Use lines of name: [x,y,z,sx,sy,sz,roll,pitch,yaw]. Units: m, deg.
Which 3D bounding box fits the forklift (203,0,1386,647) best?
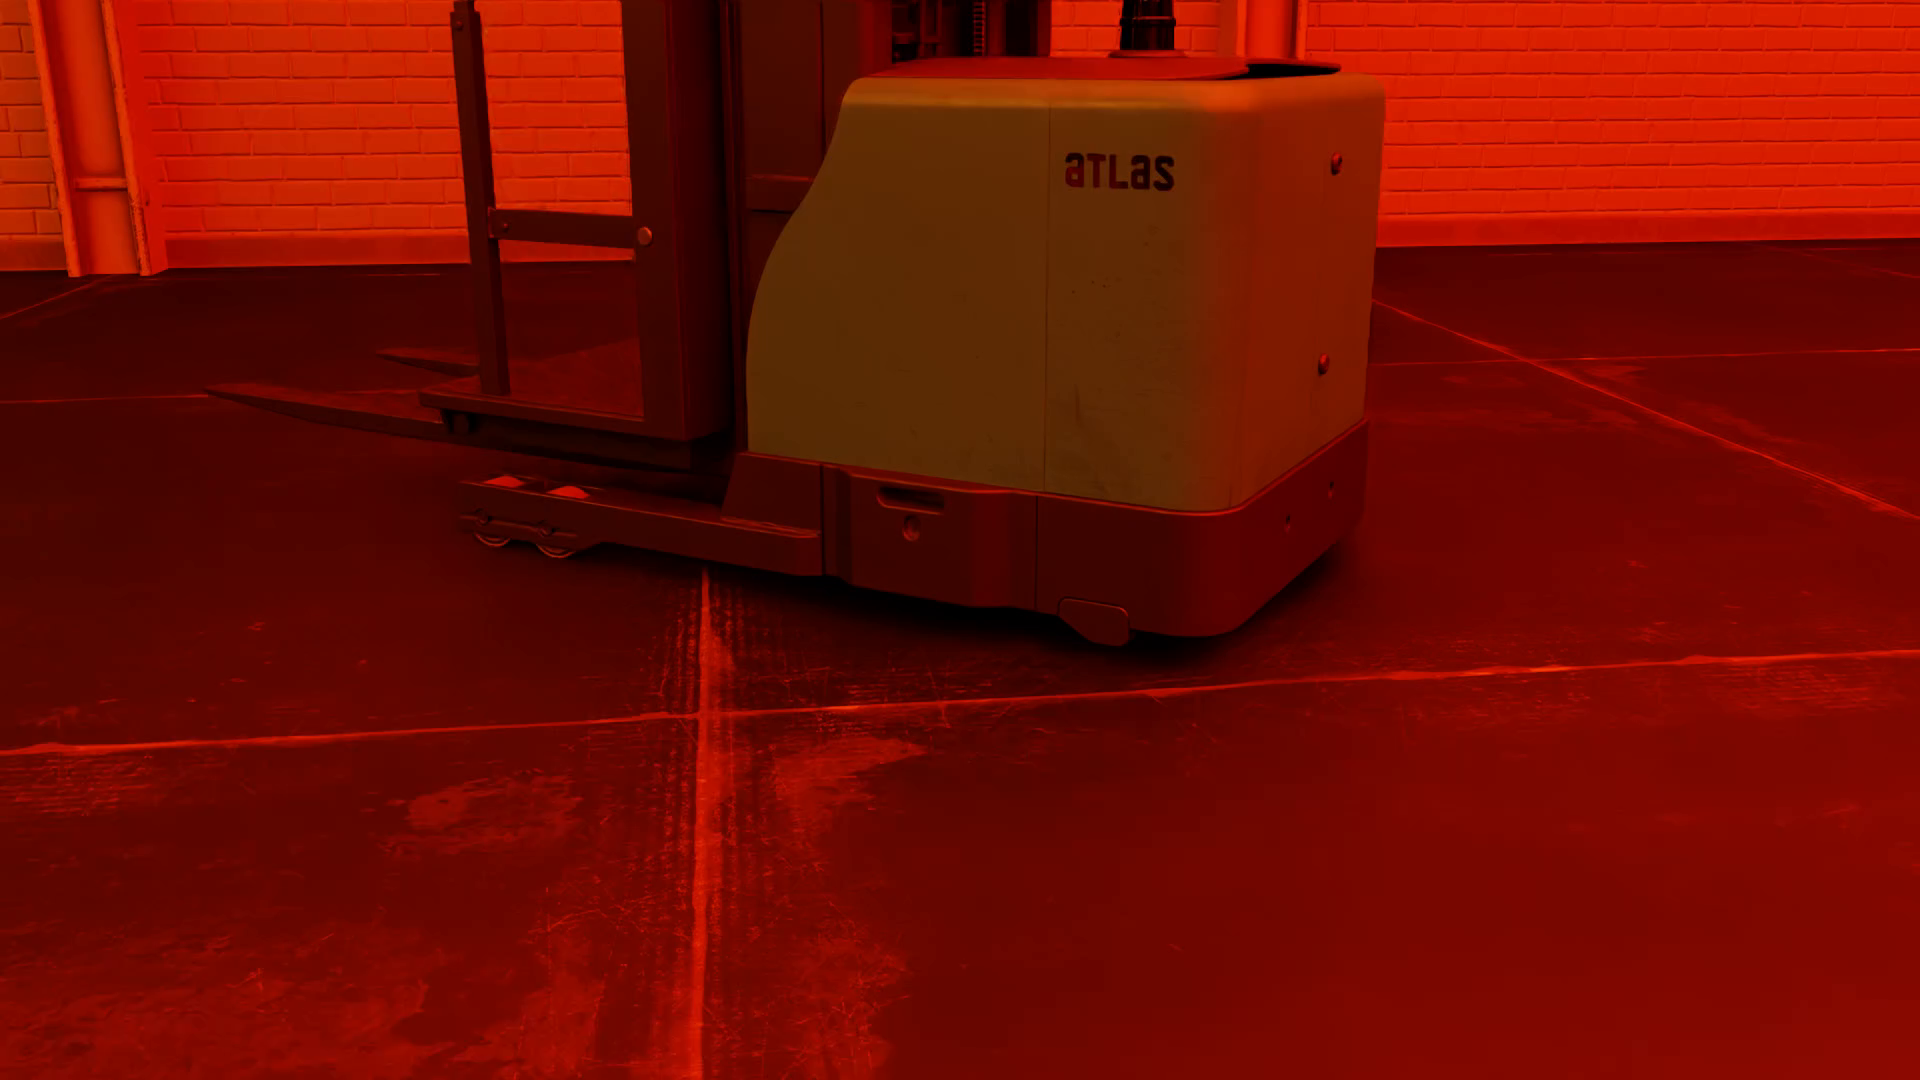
forklift: [-0.599,-1.483,3.807,3.031,2.935,1.130,9,19,27]
